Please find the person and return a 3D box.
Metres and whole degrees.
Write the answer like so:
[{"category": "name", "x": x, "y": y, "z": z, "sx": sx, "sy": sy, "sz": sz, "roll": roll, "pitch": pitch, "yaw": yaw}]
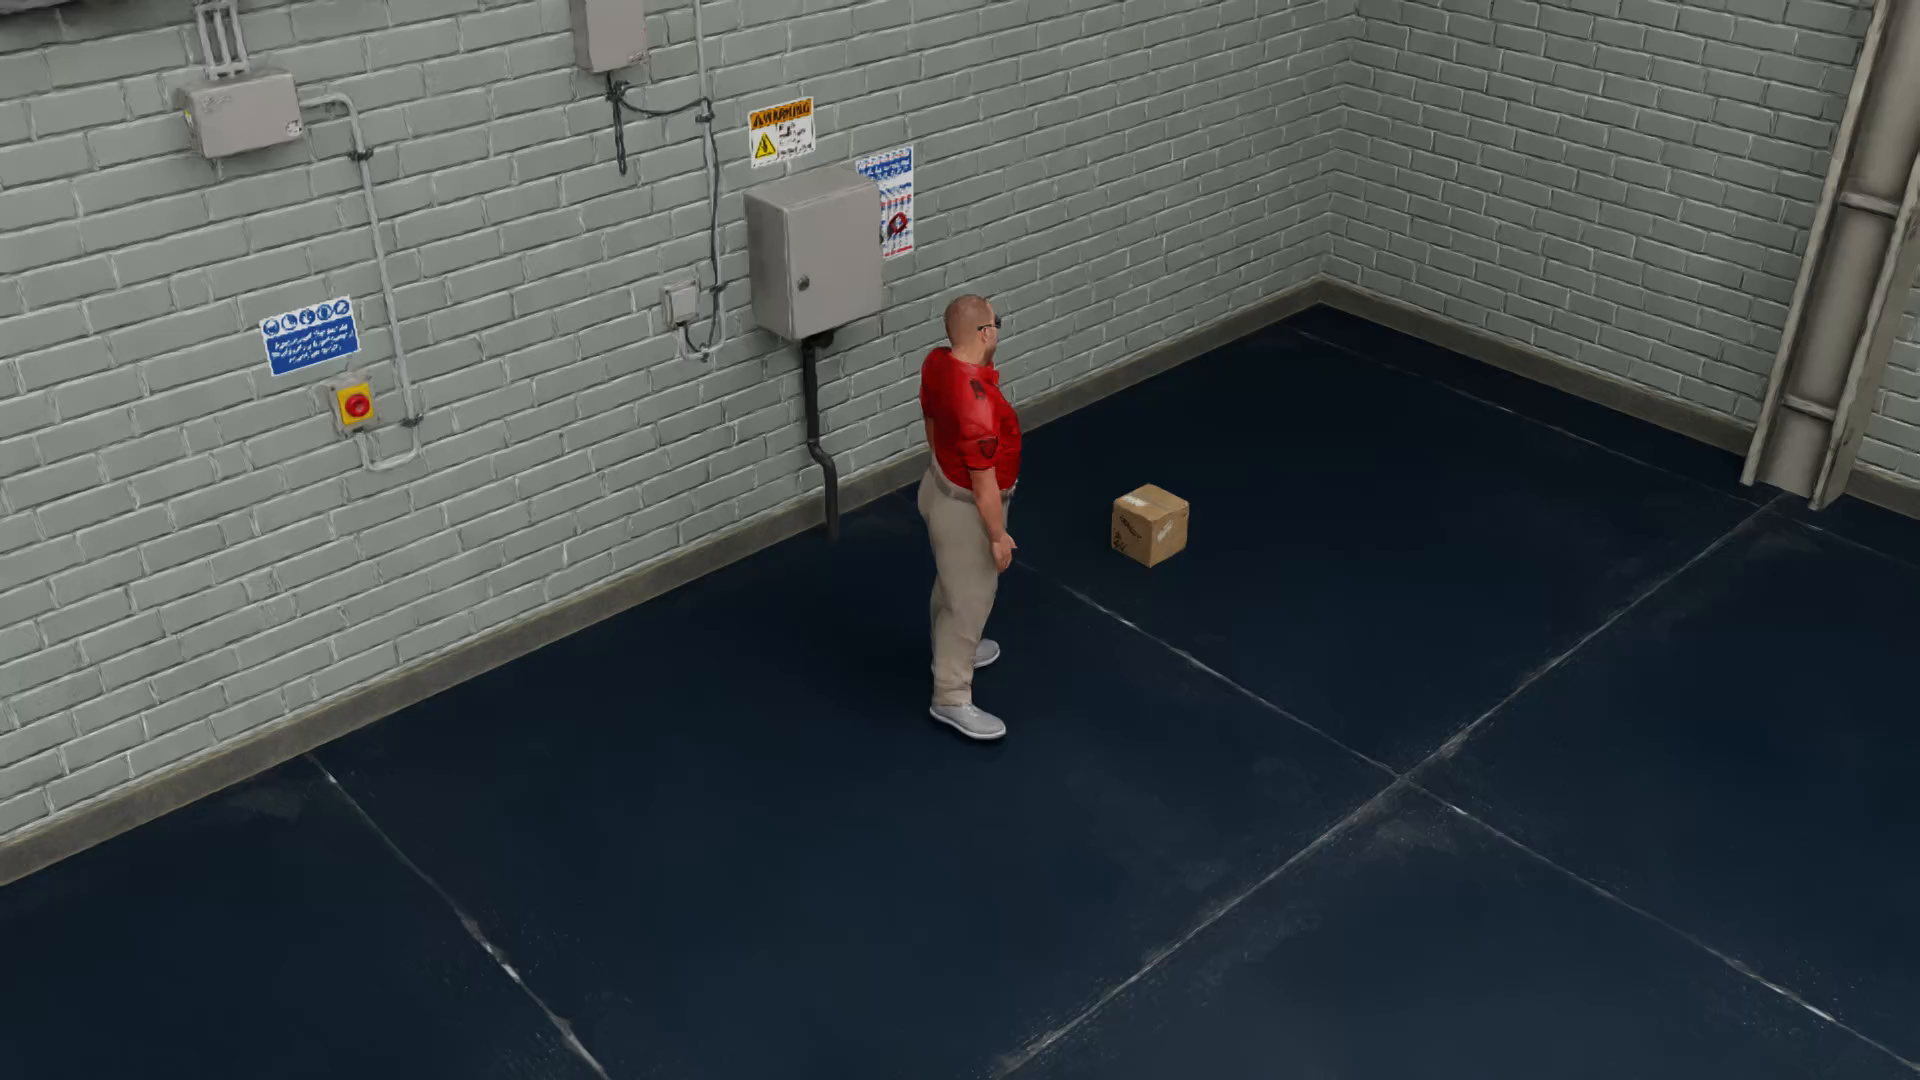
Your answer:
[{"category": "person", "x": 0.039, "y": -0.119, "z": 6.297, "sx": 0.396, "sy": 1.733, "sz": 0.656, "roll": -9, "pitch": 33, "yaw": -14}]
